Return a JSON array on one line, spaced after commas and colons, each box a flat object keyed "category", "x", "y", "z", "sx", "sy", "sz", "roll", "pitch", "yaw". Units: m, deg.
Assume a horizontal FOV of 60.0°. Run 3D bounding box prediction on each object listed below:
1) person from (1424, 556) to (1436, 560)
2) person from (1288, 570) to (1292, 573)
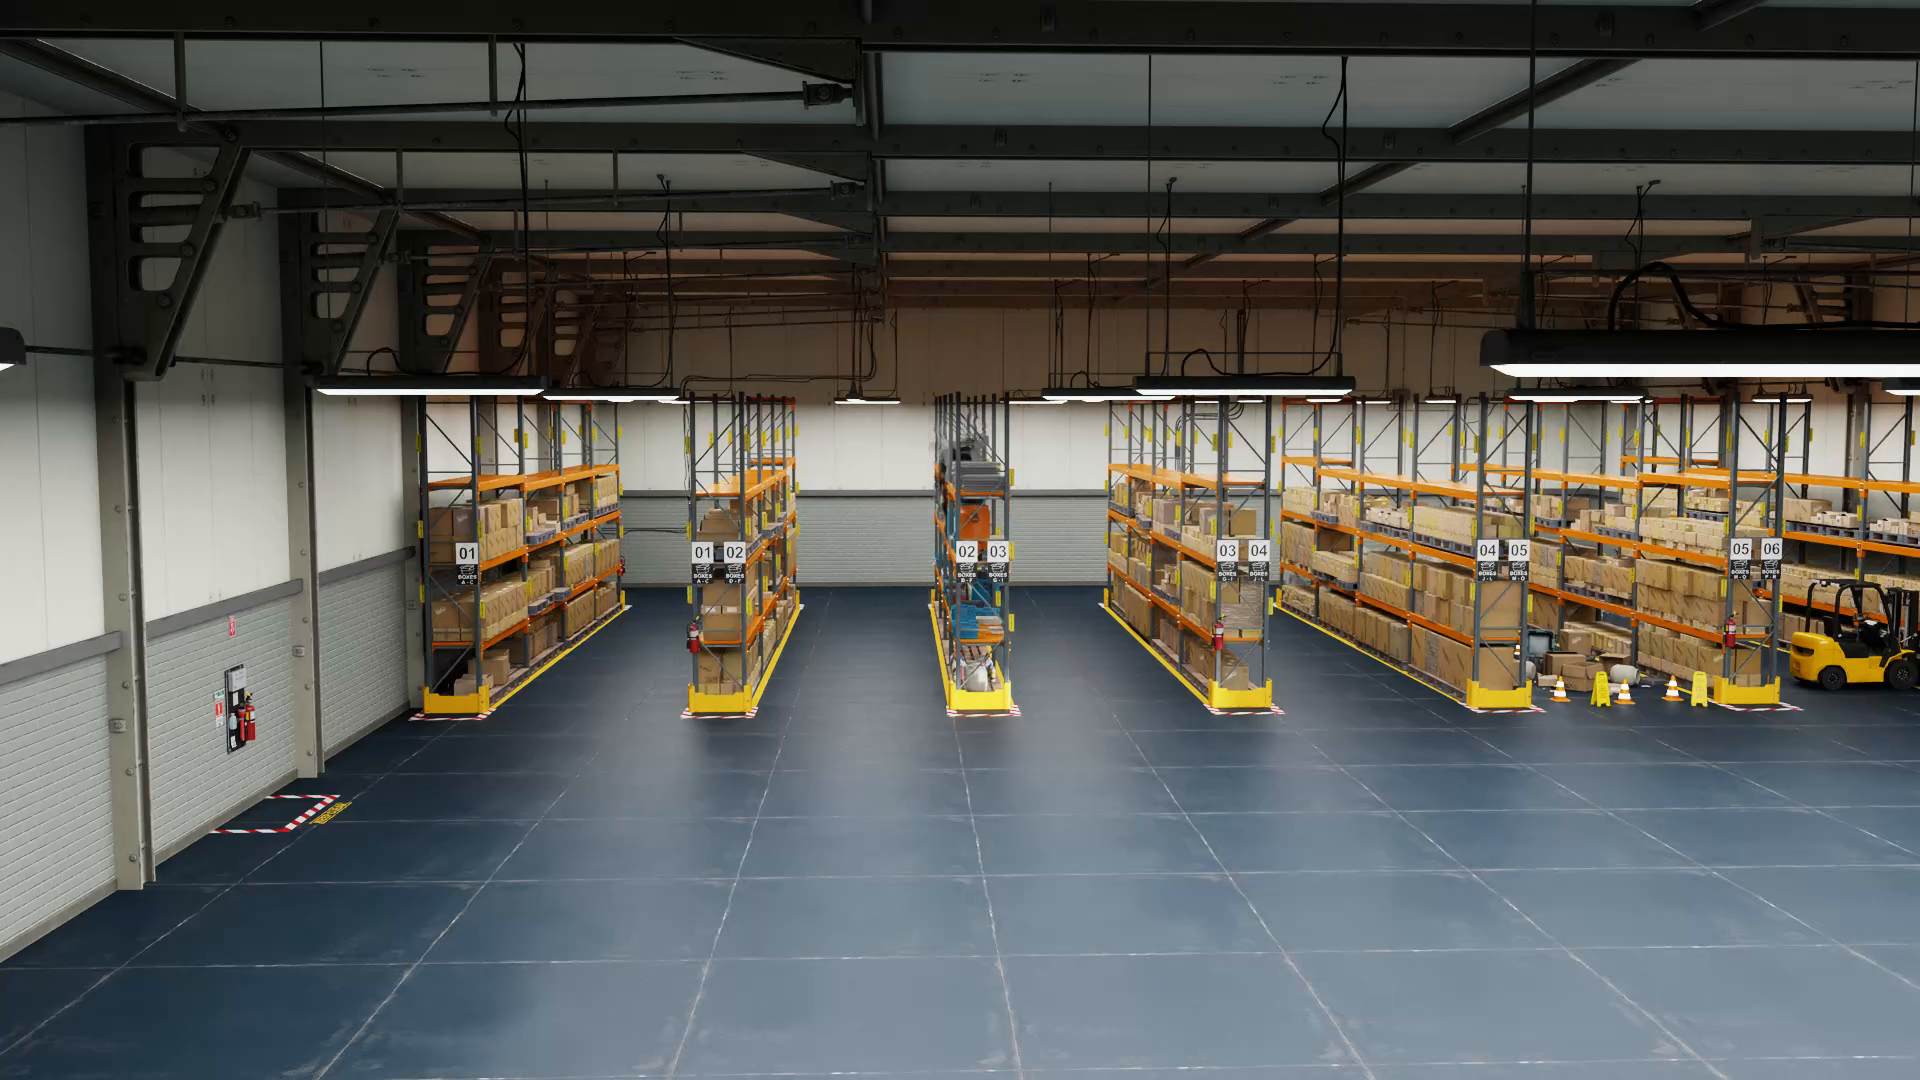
[{"category": "person", "x": 13.865, "y": 0.935, "z": 49.358, "sx": 0.489, "sy": 1.547, "sz": 0.503, "roll": 0, "pitch": 5, "yaw": -5}, {"category": "person", "x": 9.895, "y": 0.986, "z": 48.995, "sx": 0.748, "sy": 1.649, "sz": 0.567, "roll": -1, "pitch": 5, "yaw": -15}]
